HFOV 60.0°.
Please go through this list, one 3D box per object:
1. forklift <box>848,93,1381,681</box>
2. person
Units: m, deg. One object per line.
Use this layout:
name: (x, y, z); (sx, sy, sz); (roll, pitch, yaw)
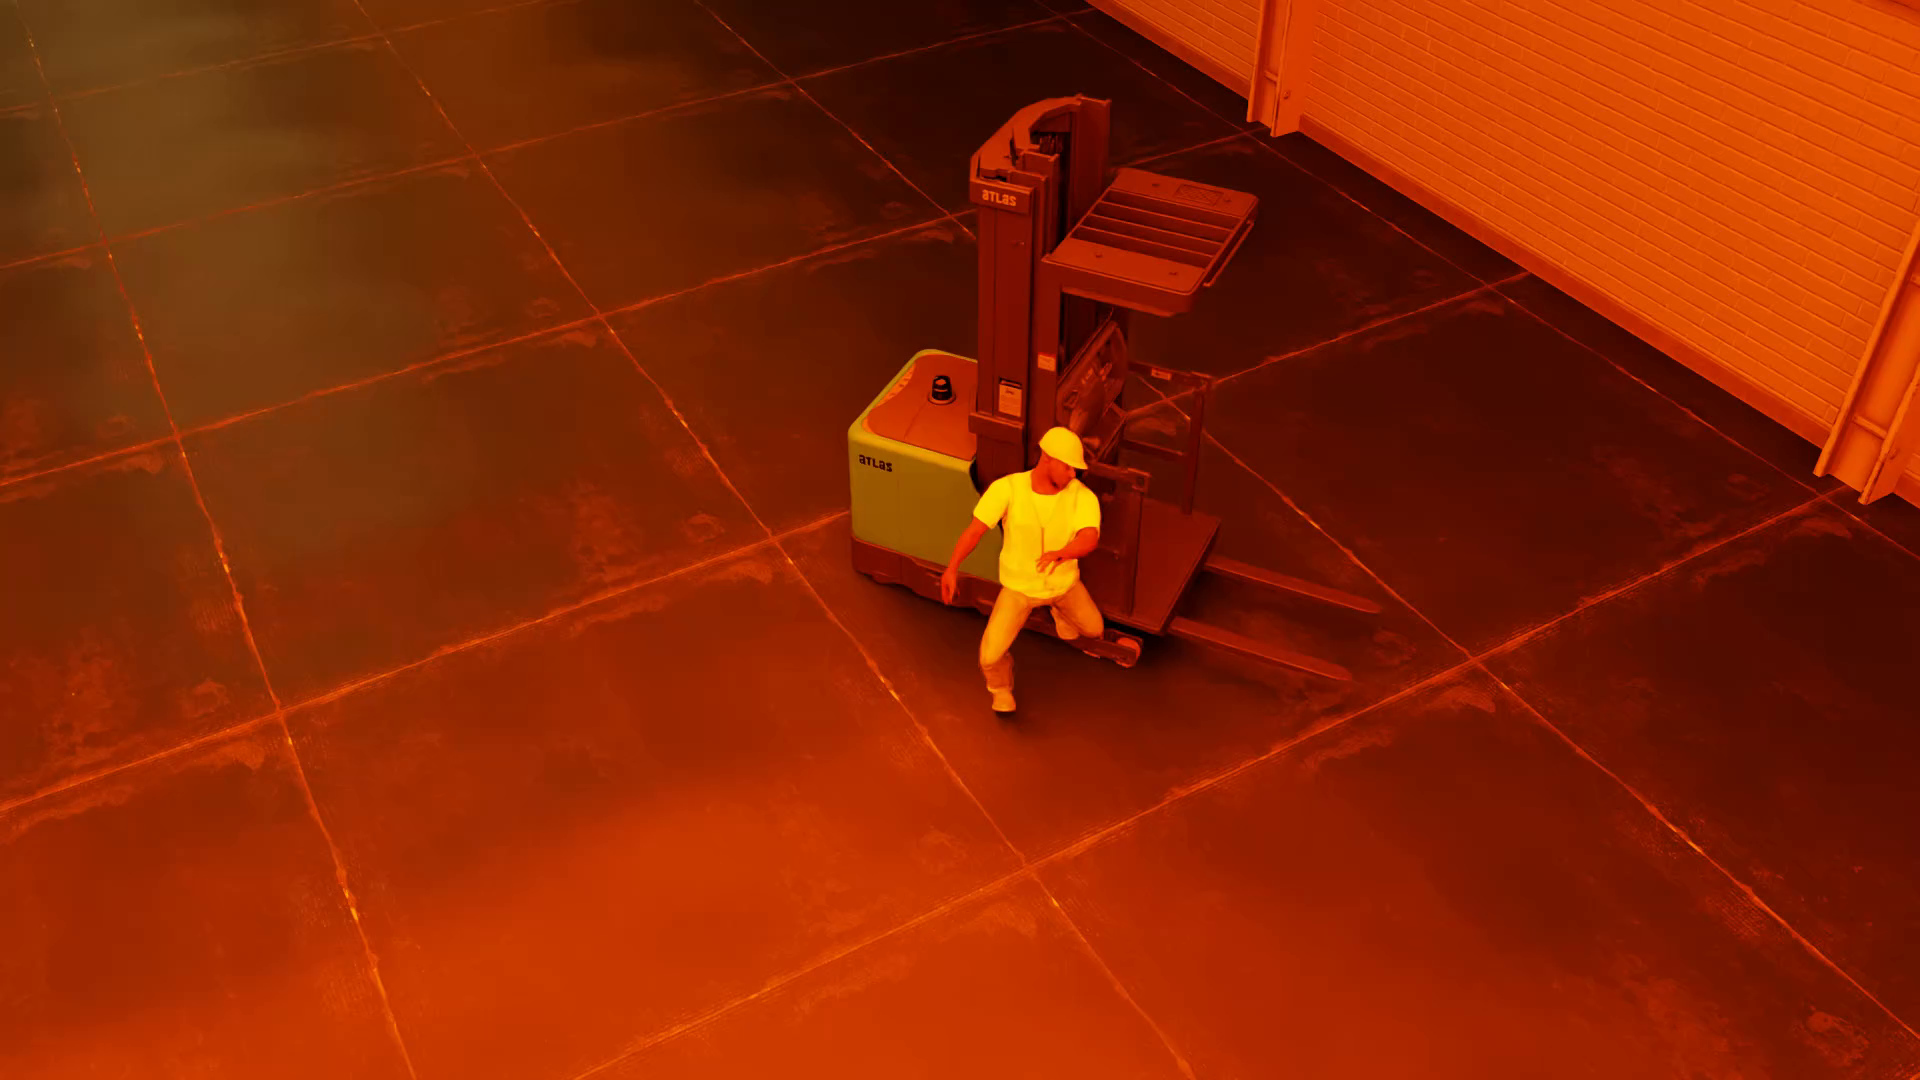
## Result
forklift: (0.903, -0.797, 8.997); (3.031, 2.935, 1.130); (17, 43, 19)
person: (0.340, 0.228, 8.811); (0.899, 1.594, 0.851); (-9, 40, -10)
